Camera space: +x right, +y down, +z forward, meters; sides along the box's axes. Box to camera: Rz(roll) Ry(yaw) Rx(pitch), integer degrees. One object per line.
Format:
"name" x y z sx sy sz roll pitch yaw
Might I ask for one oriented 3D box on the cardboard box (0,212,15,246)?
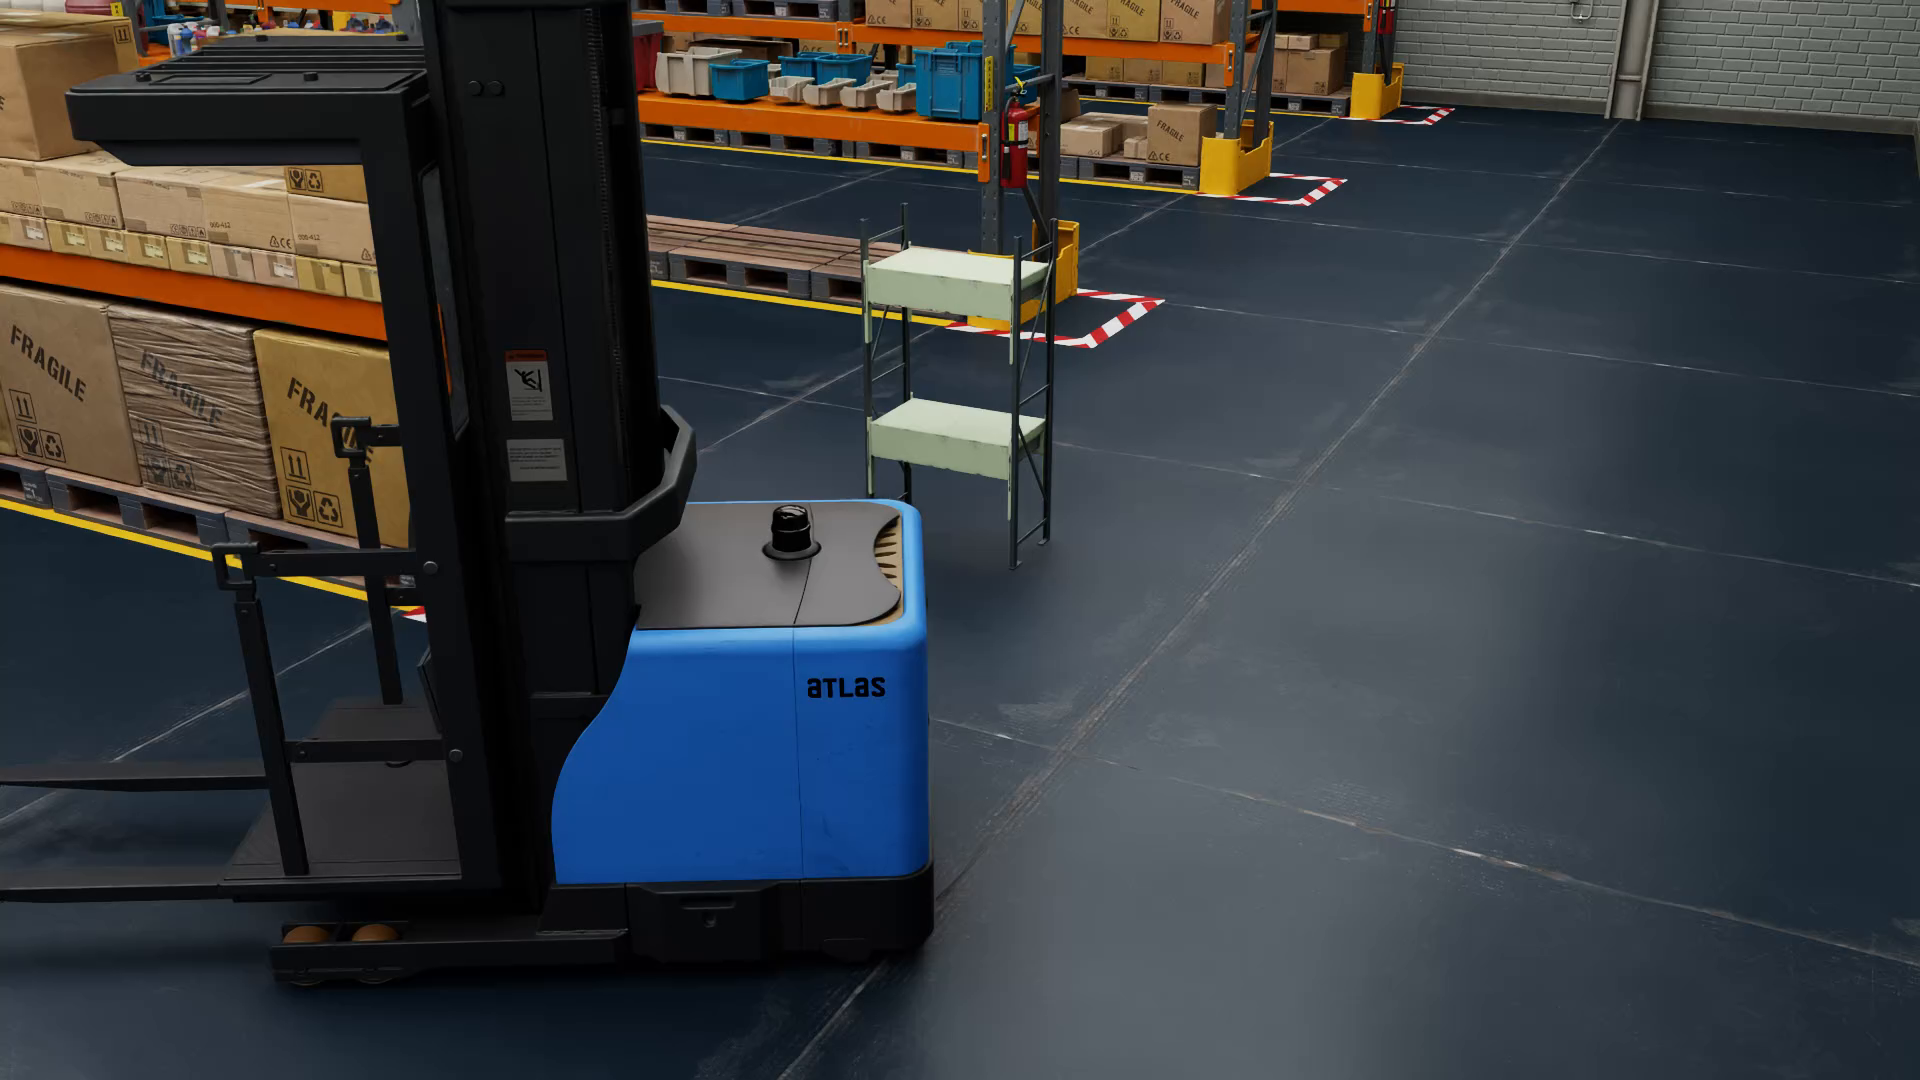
"cardboard box" -4.340 -1.496 7.755 0.250 0.149 0.380 11 25 24

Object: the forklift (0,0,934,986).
"forklift" -1.607 -0.286 4.678 3.031 2.935 1.130 -1 23 -2

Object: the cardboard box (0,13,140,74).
"cardboard box" -4.411 -2.299 8.175 0.500 0.500 0.500 11 26 25

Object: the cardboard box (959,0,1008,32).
"cardboard box" 0.322 -5.105 15.793 0.500 0.500 0.500 11 25 24

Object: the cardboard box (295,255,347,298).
"cardboard box" -2.517 -1.135 6.906 0.250 0.149 0.380 11 26 25

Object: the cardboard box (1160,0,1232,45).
"cardboard box" 2.133 -4.746 14.950 0.500 0.500 0.500 12 26 26

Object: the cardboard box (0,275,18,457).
"cardboard box" -4.834 -1.034 8.528 0.875 0.875 0.875 11 25 25

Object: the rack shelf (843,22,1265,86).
"rack shelf" 0.871 -4.738 15.978 4.000 0.370 1.077 11 25 25

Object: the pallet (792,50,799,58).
"pallet" -2.949 -6.715 23.270 1.213 0.211 1.003 11 25 25

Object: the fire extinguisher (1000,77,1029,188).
"fire extinguisher" 0.347 -2.594 10.593 0.183 0.674 0.296 11 25 25

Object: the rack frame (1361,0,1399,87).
"rack frame" 4.887 -6.447 19.077 0.127 3.000 1.000 11 25 25

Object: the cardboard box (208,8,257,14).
"cardboard box" -9.219 -6.476 21.163 0.500 0.500 0.500 11 25 25

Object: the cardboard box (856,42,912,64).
"cardboard box" -0.876 -6.731 21.955 0.750 0.750 0.750 11 25 24

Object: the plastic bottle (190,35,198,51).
"plastic bottle" -6.304 -4.072 13.745 0.097 0.201 0.097 0 23 0

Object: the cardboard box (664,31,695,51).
"cardboard box" -3.782 -7.230 23.550 0.500 0.500 0.700 11 25 24

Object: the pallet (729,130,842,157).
"pallet" -1.657 -4.270 17.520 1.213 0.211 1.003 11 25 25

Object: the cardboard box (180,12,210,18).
"cardboard box" -9.455 -6.293 20.733 0.500 0.500 0.500 11 25 25

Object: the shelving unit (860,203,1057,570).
"shelving unit" -0.006 -0.691 7.459 0.755 1.500 0.431 11 25 25

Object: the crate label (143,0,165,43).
"crate label" -7.487 -4.686 14.890 0.616 0.435 0.502 11 25 25

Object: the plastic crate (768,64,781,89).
"plastic crate" -1.463 -3.397 12.165 0.466 0.136 0.293 11 25 25

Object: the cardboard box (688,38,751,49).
"cardboard box" -2.576 -5.255 17.948 0.500 0.250 0.500 11 25 24

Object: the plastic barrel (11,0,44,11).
"plastic barrel" -8.113 -4.632 14.667 0.421 0.512 0.421 0 23 0

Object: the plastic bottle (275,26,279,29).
"plastic bottle" -5.868 -4.318 14.325 0.097 0.201 0.097 0 23 0

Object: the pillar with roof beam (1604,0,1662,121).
"pillar with roof beam" 5.745 -7.529 13.956 0.400 9.000 9.100 11 25 25

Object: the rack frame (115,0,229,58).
"rack frame" -6.722 -4.399 14.262 0.127 3.000 1.000 11 25 25

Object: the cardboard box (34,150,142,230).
"cardboard box" -3.743 -1.588 7.462 0.500 0.250 0.500 11 26 25

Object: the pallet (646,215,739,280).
"pallet" -2.479 -2.294 12.874 1.213 0.211 1.003 11 25 25

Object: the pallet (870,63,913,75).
"pallet" -0.498 -6.195 22.047 1.213 0.211 1.003 11 25 25

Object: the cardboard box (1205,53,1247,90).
"cardboard box" 3.322 -5.755 20.108 0.500 0.500 0.700 10 25 23

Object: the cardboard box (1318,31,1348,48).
"cardboard box" 4.419 -5.925 19.678 0.250 0.149 0.380 11 26 25

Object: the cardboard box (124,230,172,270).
"cardboard box" -3.428 -1.315 7.330 0.250 0.149 0.380 11 26 25

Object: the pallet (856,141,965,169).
"pallet" -0.302 -4.018 16.928 1.213 0.211 1.003 11 25 25

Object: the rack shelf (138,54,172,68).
"rack shelf" -4.937 -3.715 13.573 4.000 0.370 1.077 11 25 25

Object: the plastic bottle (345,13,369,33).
"plastic bottle" -5.025 -4.210 13.879 0.185 0.351 0.144 11 25 25

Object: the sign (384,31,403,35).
"sign" -2.075 -1.712 6.160 0.005 0.325 0.100 11 25 25

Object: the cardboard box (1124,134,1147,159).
"cardboard box" 1.738 -3.728 15.741 0.250 0.166 0.380 11 25 25

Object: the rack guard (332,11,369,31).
"rack guard" -9.324 -8.108 26.178 0.348 0.500 1.175 11 25 25

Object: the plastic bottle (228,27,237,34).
"plastic bottle" -5.950 -4.060 13.630 0.097 0.271 0.097 0 23 0

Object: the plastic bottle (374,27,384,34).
"plastic bottle" -4.757 -4.067 13.645 0.097 0.271 0.097 0 23 0

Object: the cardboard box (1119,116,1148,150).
"cardboard box" 1.852 -3.937 16.125 0.500 0.250 0.500 11 25 25

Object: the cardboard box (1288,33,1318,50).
"cardboard box" 4.021 -5.836 19.469 0.250 0.149 0.380 11 25 24

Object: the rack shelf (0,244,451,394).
"rack shelf" -3.602 -1.279 7.844 4.000 0.370 1.077 11 25 25

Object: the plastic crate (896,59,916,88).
"plastic crate" -0.242 -3.212 11.608 0.300 0.233 0.416 11 25 25

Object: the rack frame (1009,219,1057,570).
"rack frame" 0.321 -0.627 7.307 0.023 1.500 0.400 11 25 25

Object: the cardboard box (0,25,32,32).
"cardboard box" -4.639 -2.113 7.739 0.500 0.500 0.500 11 25 25

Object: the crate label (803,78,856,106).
"crate label" -0.904 -3.071 11.398 0.243 0.136 0.396 11 25 25

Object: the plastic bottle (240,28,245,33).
"plastic bottle" -5.764 -3.994 13.459 0.133 0.283 0.061 11 25 25
